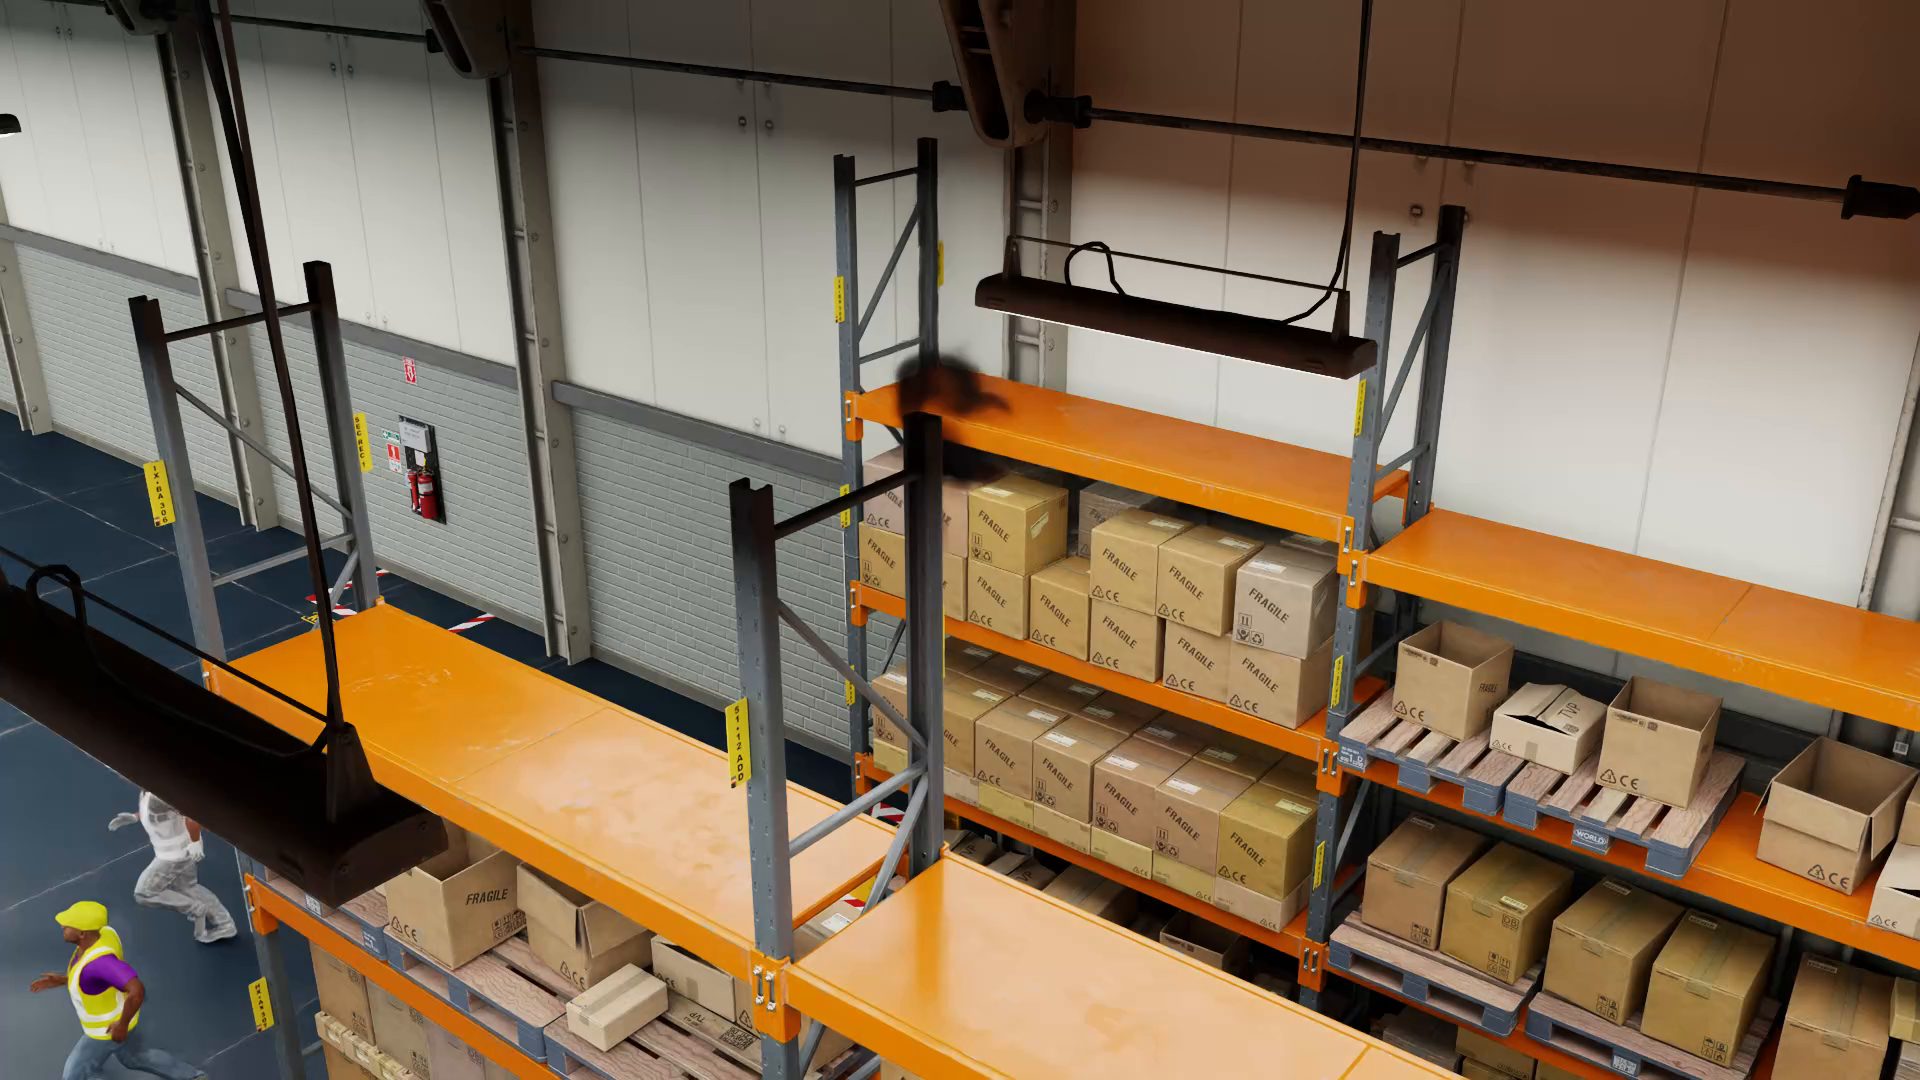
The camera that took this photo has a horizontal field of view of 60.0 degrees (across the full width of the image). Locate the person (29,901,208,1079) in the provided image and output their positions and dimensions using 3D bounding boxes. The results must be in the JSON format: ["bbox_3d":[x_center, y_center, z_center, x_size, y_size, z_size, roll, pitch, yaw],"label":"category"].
[{"bbox_3d":[-5.388,3.083,10.595,0.879,1.794,0.714,-8,24,-18],"label":"person"}]

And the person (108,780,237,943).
[{"bbox_3d":[-6.050,2.371,12.691,0.728,1.721,0.726,-10,25,-23],"label":"person"}]
